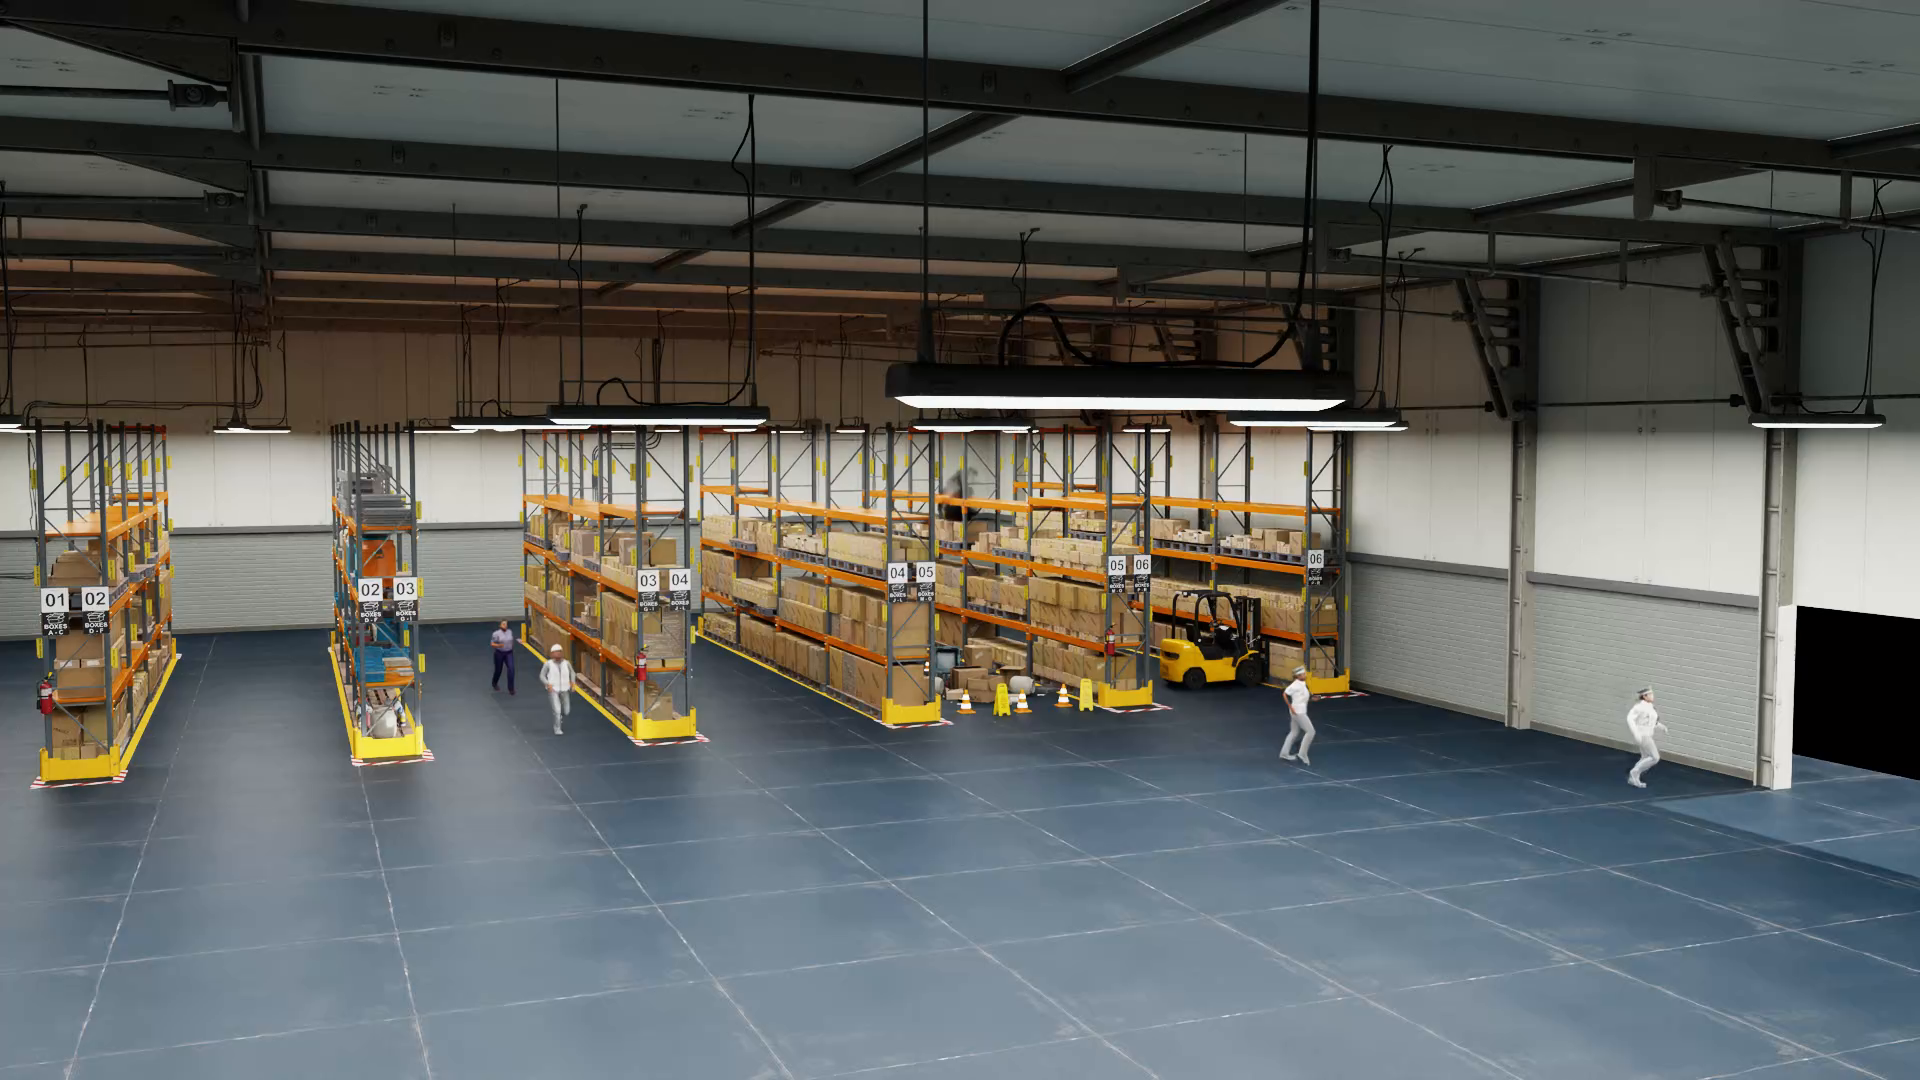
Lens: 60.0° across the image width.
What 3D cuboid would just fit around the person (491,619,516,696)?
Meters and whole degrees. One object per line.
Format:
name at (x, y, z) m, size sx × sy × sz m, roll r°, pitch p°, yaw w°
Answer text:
person at (-10.165, 2.597, 36.974) m, size 0.568 × 1.642 × 0.901 m, roll -2°, pitch 4°, yaw -34°

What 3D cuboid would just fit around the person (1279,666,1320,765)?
person at (5.937, 3.063, 29.072) m, size 0.686 × 1.741 × 0.557 m, roll 1°, pitch 4°, yaw 16°

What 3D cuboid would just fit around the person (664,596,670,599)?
person at (-7.984, 2.046, 45.957) m, size 0.607 × 1.719 × 0.680 m, roll -1°, pitch 4°, yaw -17°

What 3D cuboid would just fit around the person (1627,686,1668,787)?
person at (11.196, 3.195, 27.067) m, size 0.560 × 1.661 × 0.623 m, roll 3°, pitch 4°, yaw 36°

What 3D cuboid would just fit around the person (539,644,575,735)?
person at (-7.737, 2.863, 31.950) m, size 0.705 × 1.727 × 0.614 m, roll -2°, pitch 4°, yaw -31°
